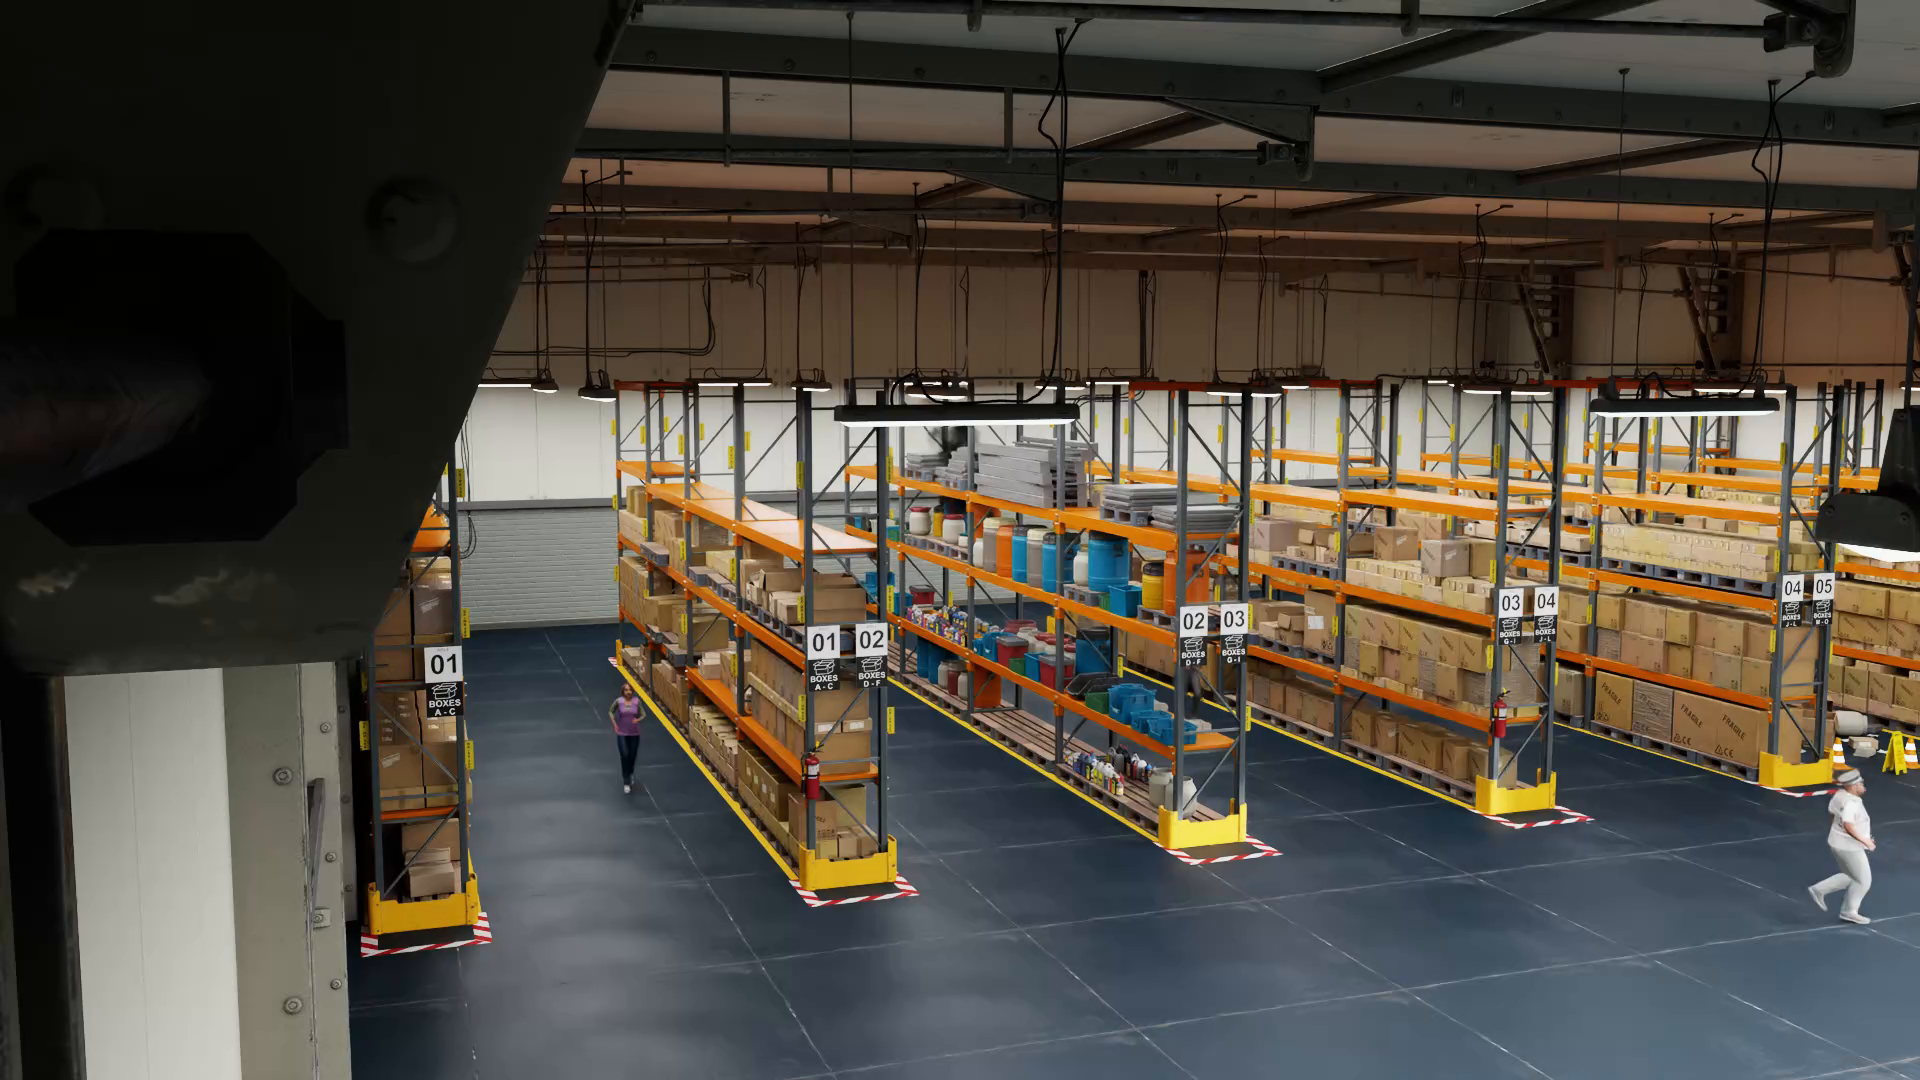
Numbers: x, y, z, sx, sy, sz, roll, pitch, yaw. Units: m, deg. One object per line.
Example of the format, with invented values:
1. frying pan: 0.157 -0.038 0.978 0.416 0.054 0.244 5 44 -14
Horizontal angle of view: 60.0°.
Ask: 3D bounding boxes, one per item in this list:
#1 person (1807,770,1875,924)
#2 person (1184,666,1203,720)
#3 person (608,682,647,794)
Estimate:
1. person: 10.036 3.472 18.876 0.641 1.762 0.672 1 6 11
2. person: 4.063 2.429 29.365 0.589 1.717 0.723 -2 6 -16
3. person: -4.947 2.931 24.796 0.544 1.651 0.648 -2 6 -20
